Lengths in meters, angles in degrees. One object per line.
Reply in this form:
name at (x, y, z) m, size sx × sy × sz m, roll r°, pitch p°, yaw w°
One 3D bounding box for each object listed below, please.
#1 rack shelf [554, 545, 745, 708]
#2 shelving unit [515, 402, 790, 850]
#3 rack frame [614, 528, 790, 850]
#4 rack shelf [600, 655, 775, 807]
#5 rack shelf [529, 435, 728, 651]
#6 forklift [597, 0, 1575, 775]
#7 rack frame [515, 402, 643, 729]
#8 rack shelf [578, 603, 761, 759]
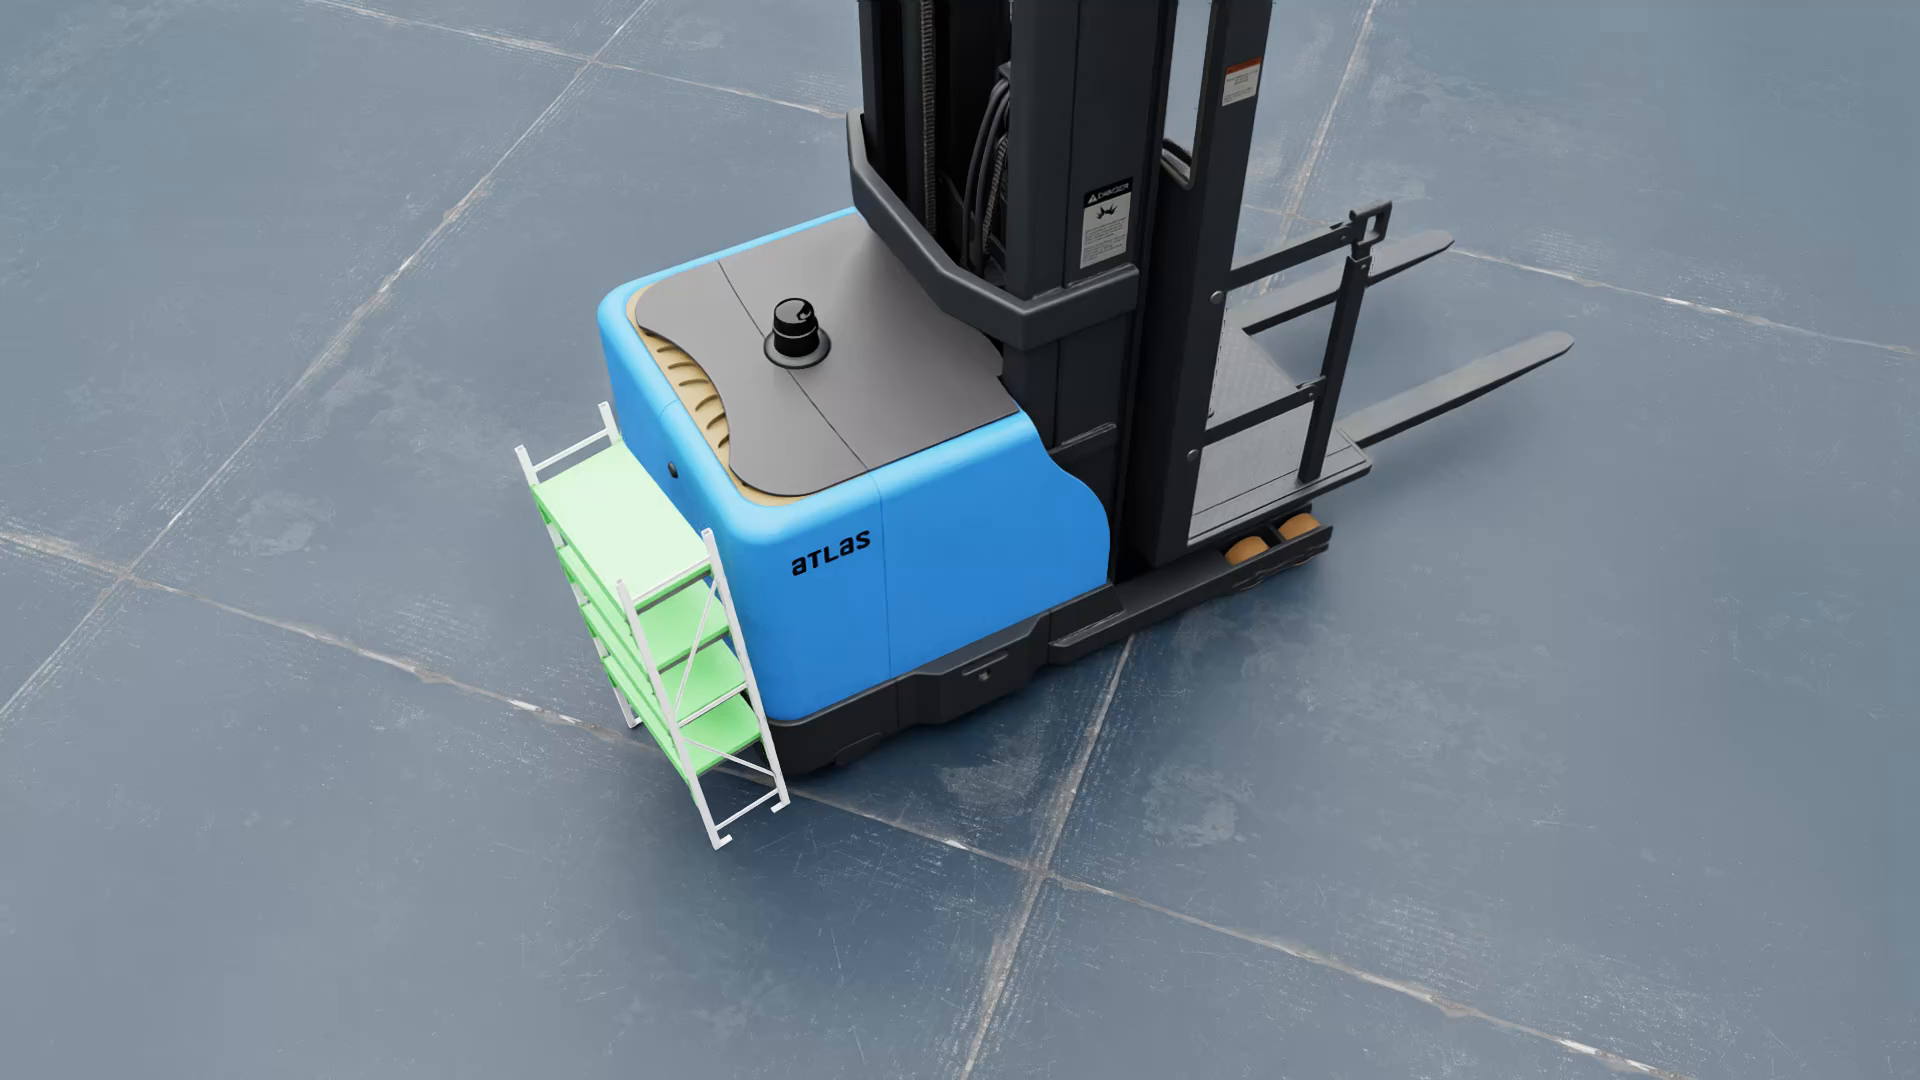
rack shelf at (-0.761, 0.148, 4.083) m, size 0.258 × 0.148 × 0.480 m, roll -31°, pitch 56°, yaw -19°
shelving unit at (-0.750, 0.258, 4.221) m, size 0.258 × 1.200 × 0.503 m, roll -31°, pitch 56°, yaw -19°
rack frame at (-0.608, 0.408, 4.090) m, size 0.240 × 1.200 × 0.015 m, roll -31°, pitch 56°, yaw -19°
rack shelf at (-0.731, 0.446, 4.458) m, size 0.258 × 0.148 × 0.480 m, roll -31°, pitch 56°, yaw -19°
rack shelf at (-0.776, 0.000, 3.895) m, size 0.258 × 0.148 × 0.480 m, roll -31°, pitch 56°, yaw -19°
forklift at (0.563, -1.137, 4.296) m, size 3.031 × 2.935 × 1.130 m, roll -23°, pitch 53°, yaw -19°
rack frame at (-0.891, 0.107, 4.351) m, size 0.240 × 1.200 × 0.015 m, roll -31°, pitch 56°, yaw -19°
rack shelf at (-0.746, 0.297, 4.271) m, size 0.258 × 0.148 × 0.480 m, roll -31°, pitch 56°, yaw -19°
